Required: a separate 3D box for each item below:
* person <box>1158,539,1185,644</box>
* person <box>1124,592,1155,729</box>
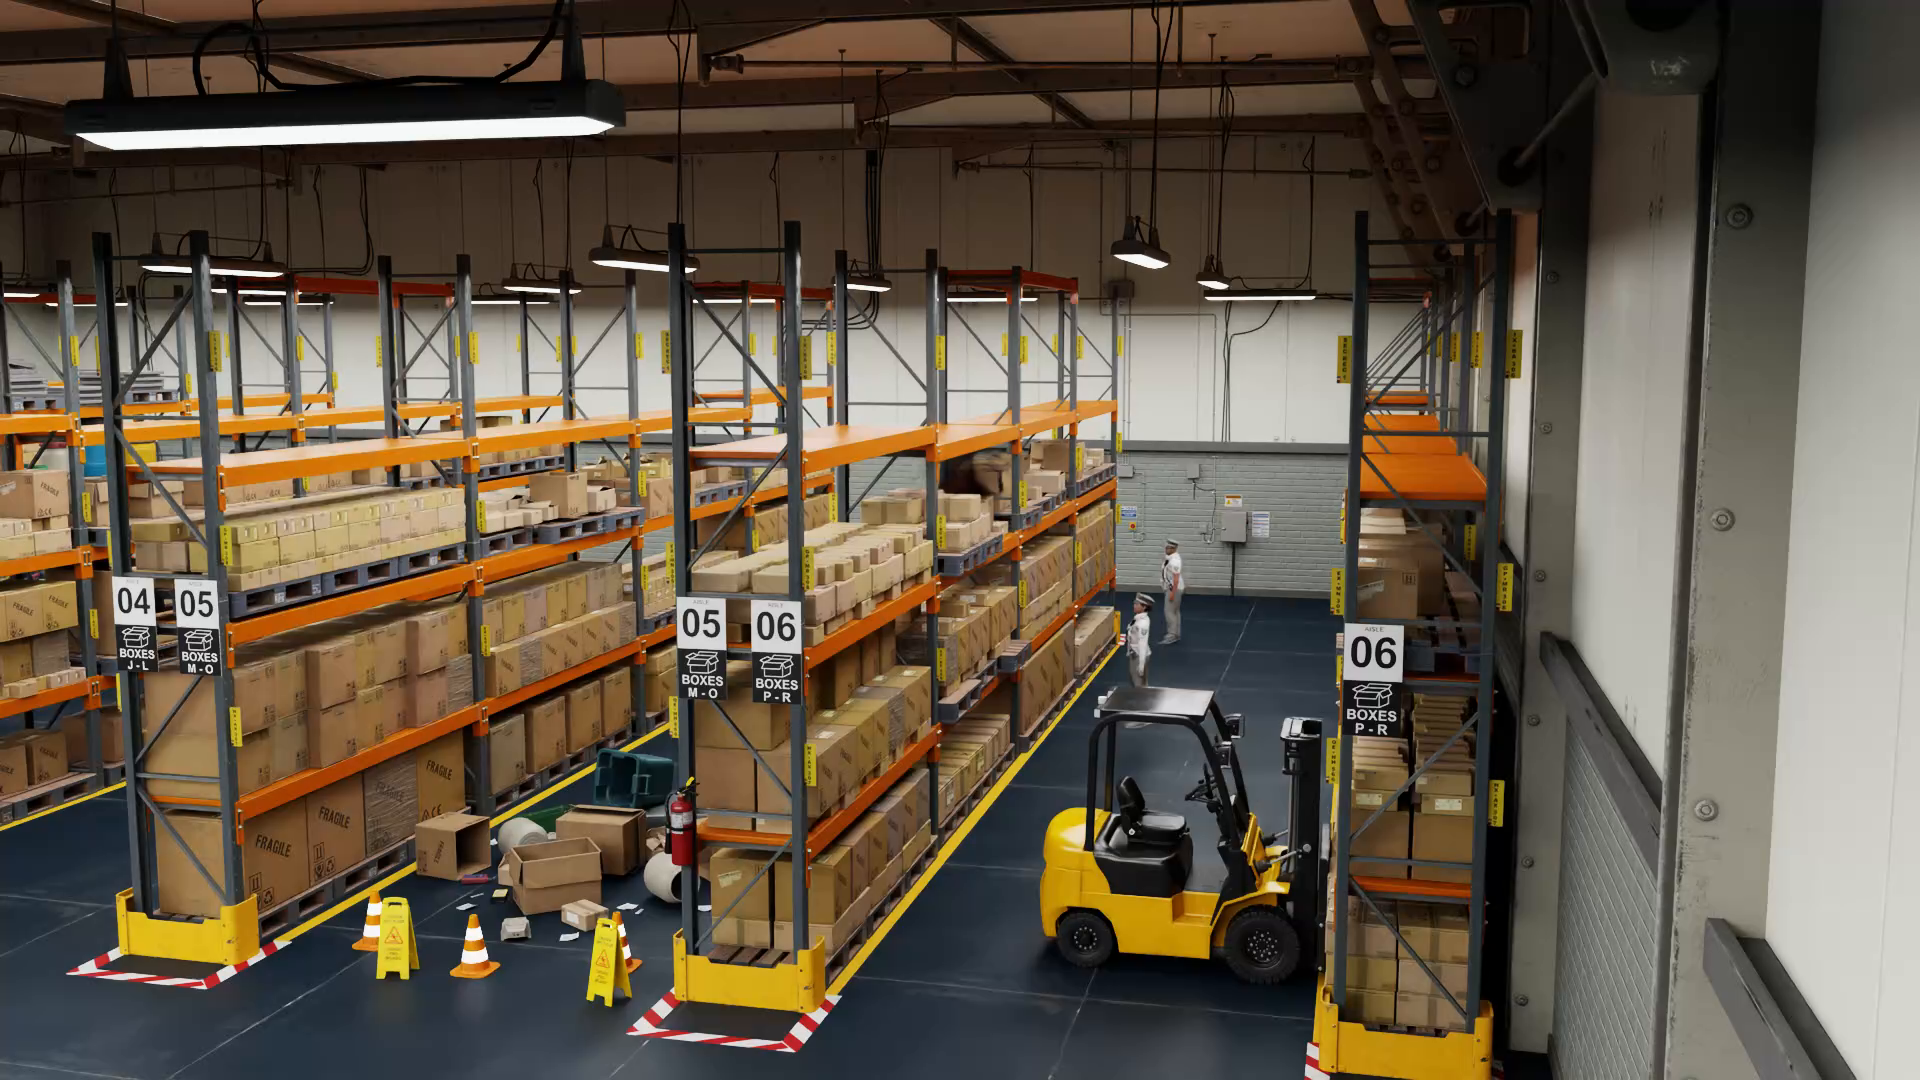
[{"bbox_3d":[3.588,0.870,28.299,0.457,1.808,0.629,1,7,4],"label":"person"},{"bbox_3d":[2.249,1.495,20.817,0.367,1.697,0.546,2,7,19],"label":"person"}]
